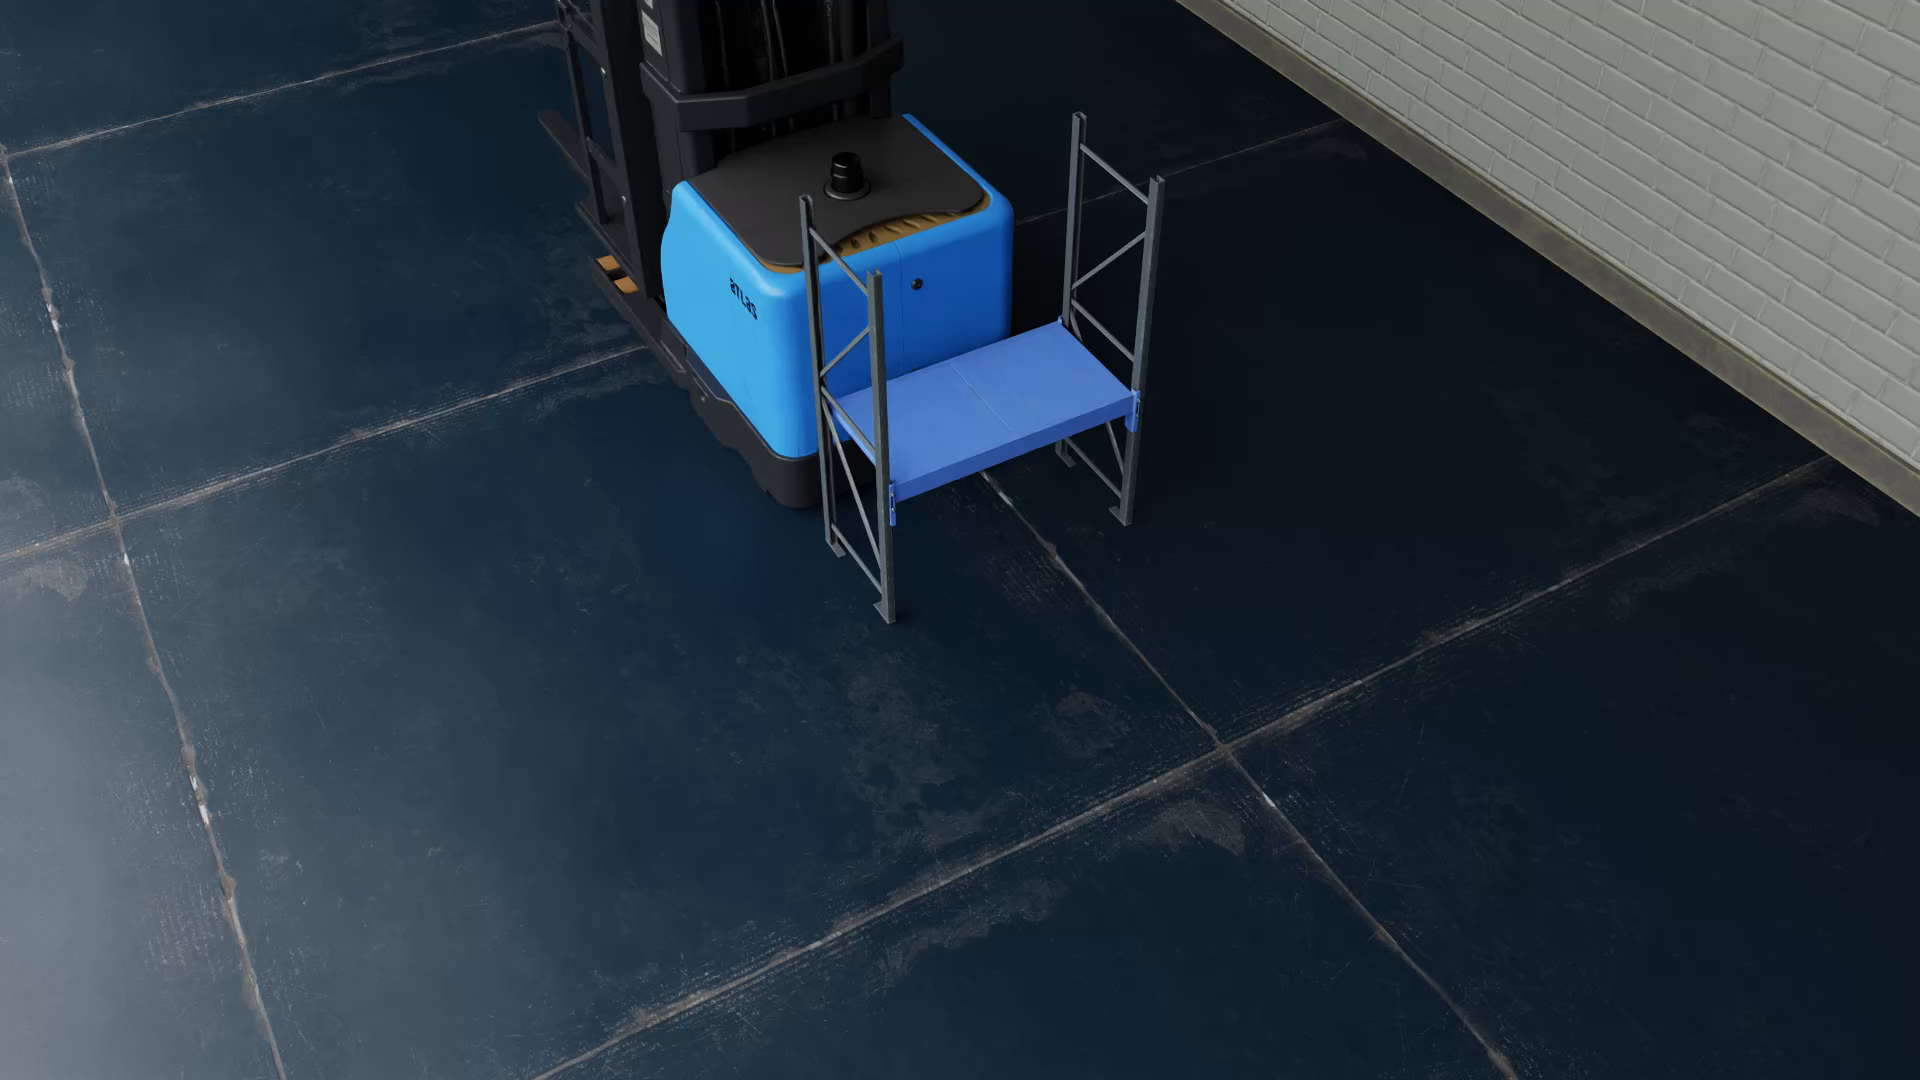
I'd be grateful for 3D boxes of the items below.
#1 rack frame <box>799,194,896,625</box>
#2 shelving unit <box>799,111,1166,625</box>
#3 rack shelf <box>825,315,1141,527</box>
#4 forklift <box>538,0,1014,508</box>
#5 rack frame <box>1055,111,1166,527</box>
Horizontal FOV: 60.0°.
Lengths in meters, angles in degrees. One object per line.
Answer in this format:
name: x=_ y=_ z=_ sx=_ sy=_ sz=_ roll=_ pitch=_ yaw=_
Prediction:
rack frame: x=-0.367 y=-0.391 z=5.576 sx=0.032 sy=1.500 sz=0.500 roll=-22 pitch=48 yaw=-21
shelving unit: x=0.074 y=-0.568 z=5.758 sx=1.048 sy=1.500 sz=0.538 roll=-22 pitch=48 yaw=-21
rack shelf: x=0.074 y=-0.439 z=5.883 sx=1.000 sy=0.185 sz=0.538 roll=-22 pitch=48 yaw=-21
forklift: x=-0.979 y=-2.183 z=6.395 sx=1.130 sy=2.935 sz=3.031 roll=-23 pitch=49 yaw=-22
rack frame: x=0.515 y=-0.744 z=5.940 sx=0.032 sy=1.500 sz=0.500 roll=-22 pitch=48 yaw=-21
